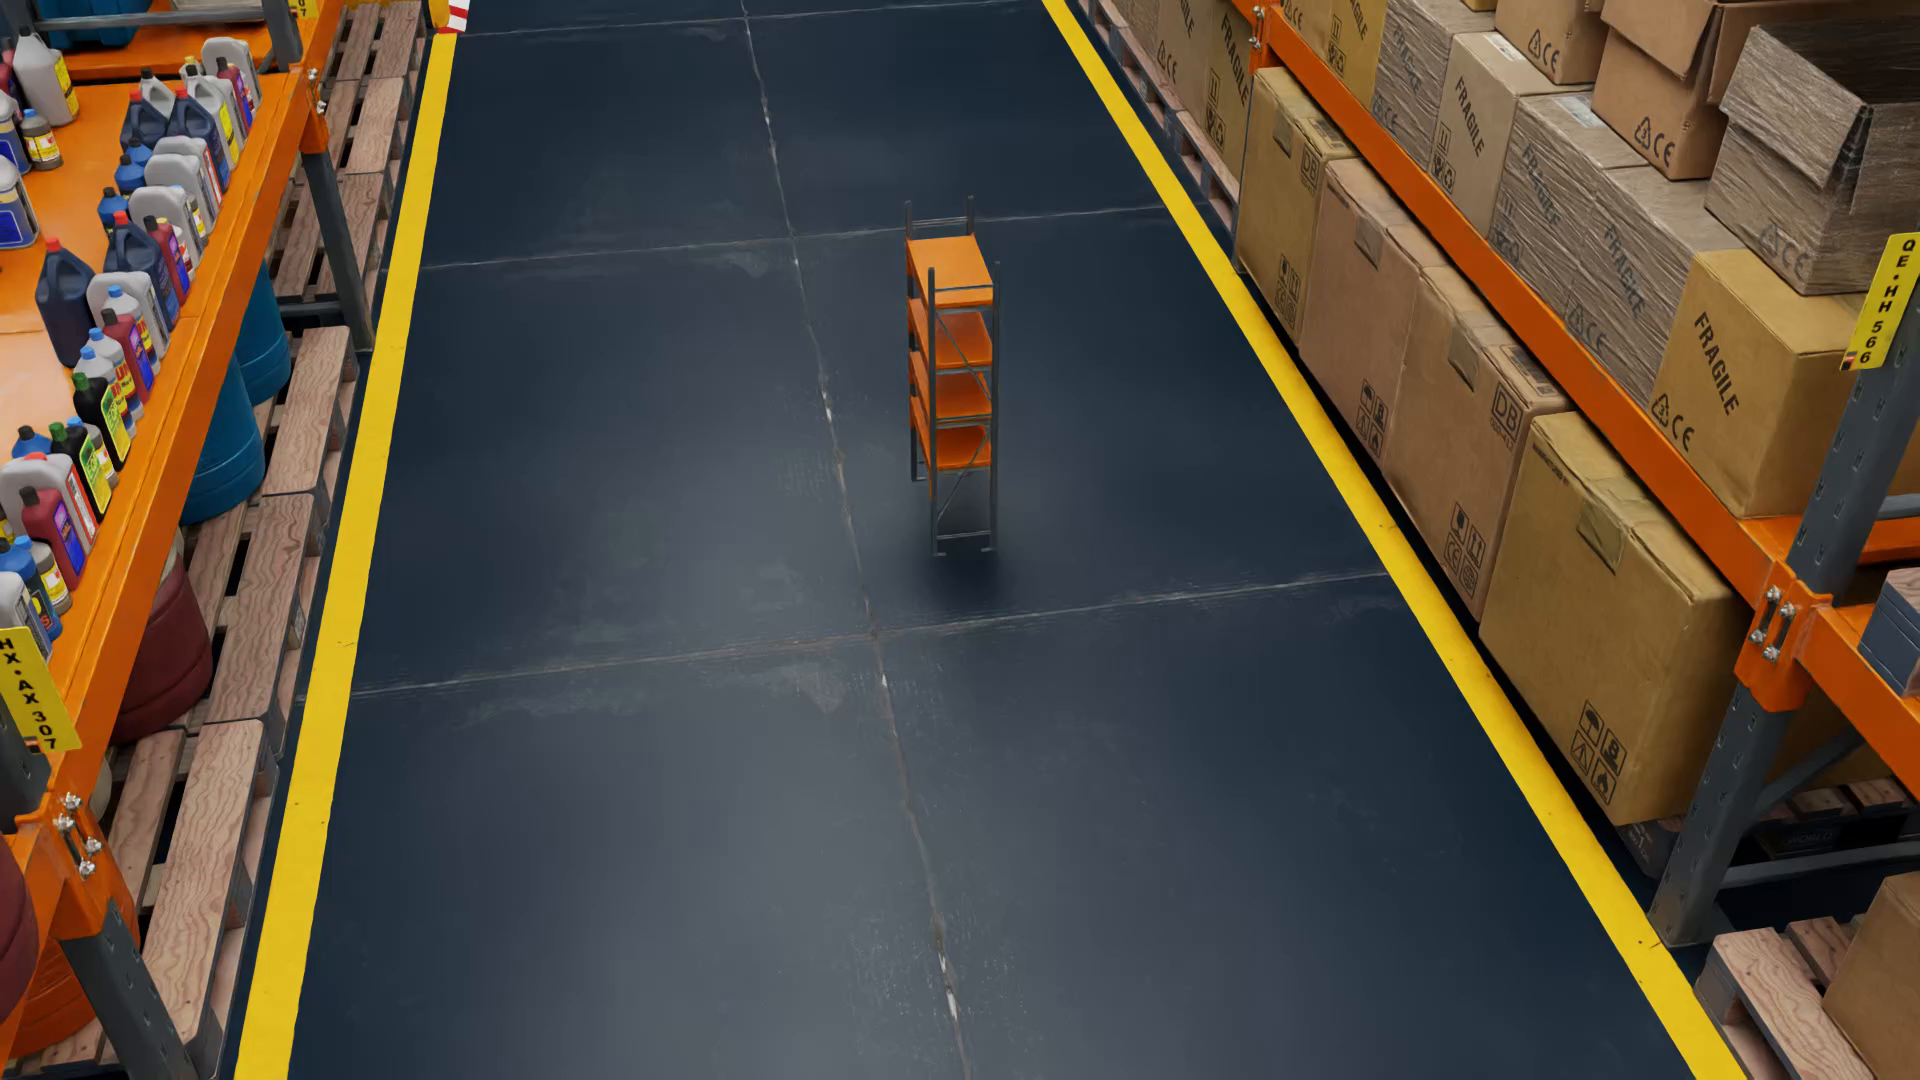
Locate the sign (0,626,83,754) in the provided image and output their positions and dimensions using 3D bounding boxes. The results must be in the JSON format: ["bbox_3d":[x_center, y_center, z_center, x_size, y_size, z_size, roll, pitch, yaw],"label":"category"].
[{"bbox_3d":[-1.838,0.300,3.285,0.100,0.325,0.005,-6,38,-8],"label":"sign"}]

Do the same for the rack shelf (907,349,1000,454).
[{"bbox_3d":[-0.029,-0.521,6.052,0.258,0.148,0.480,-6,38,-8],"label":"rack shelf"}]

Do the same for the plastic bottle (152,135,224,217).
[{"bbox_3d":[-2.540,-1.210,5.464,0.152,0.276,0.135,-6,38,-8],"label":"plastic bottle"}]

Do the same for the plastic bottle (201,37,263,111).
[{"bbox_3d":[-2.693,-1.735,6.140,0.152,0.276,0.135,-6,38,-8],"label":"plastic bottle"}]

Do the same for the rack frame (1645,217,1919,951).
[{"bbox_3d":[2.498,-0.104,3.939,1.000,3.000,0.127,-6,38,-8],"label":"rack frame"}]

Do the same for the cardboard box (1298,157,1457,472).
[{"bbox_3d":[2.086,-0.923,6.383,1.225,0.875,0.875,-7,38,-10],"label":"cardboard box"}]

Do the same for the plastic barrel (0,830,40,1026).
[{"bbox_3d":[-1.999,0.622,2.893,0.600,0.536,0.708,-6,38,-8],"label":"plastic barrel"}]

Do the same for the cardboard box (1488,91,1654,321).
[{"bbox_3d":[1.991,-1.030,5.050,0.500,0.500,0.500,-7,38,-9],"label":"cardboard box"}]

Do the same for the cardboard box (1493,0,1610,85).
[{"bbox_3d":[2.150,-1.782,5.199,0.797,0.503,0.637,-5,38,-6],"label":"cardboard box"}]

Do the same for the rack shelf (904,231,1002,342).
[{"bbox_3d":[-0.029,-0.884,5.770,0.258,0.148,0.480,-6,38,-8],"label":"rack shelf"}]

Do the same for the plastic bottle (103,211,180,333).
[{"bbox_3d":[-2.403,-0.783,4.853,0.144,0.351,0.185,-6,38,-8],"label":"plastic bottle"}]

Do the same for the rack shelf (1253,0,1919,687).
[{"bbox_3d":[2.147,-1.028,5.715,1.077,0.370,4.000,-6,38,-8],"label":"rack shelf"}]

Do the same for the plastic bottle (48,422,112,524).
[{"bbox_3d":[-2.196,-0.187,4.141,0.061,0.283,0.133,-6,38,-8],"label":"plastic bottle"}]

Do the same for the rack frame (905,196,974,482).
[{"bbox_3d":[-0.072,-0.721,6.200,0.240,1.200,0.015,-6,38,-8],"label":"rack frame"}]

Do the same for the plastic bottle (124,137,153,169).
[{"bbox_3d":[-2.660,-1.184,5.433,0.097,0.271,0.097,0,38,0],"label":"plastic bottle"}]

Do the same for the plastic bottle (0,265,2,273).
[{"bbox_3d":[-3.051,-0.914,5.143,0.097,0.201,0.097,0,38,0],"label":"plastic bottle"}]

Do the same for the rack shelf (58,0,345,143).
[{"bbox_3d":[-3.431,-2.912,8.139,1.077,0.370,4.000,-6,38,-8],"label":"rack shelf"}]

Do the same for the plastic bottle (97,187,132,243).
[{"bbox_3d":[-2.595,-0.962,5.149,0.097,0.271,0.097,0,38,0],"label":"plastic bottle"}]

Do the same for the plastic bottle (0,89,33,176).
[{"bbox_3d":[-3.310,-1.397,5.704,0.152,0.276,0.135,-6,38,-8],"label":"plastic bottle"}]

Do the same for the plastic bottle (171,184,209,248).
[{"bbox_3d":[-2.469,-1.032,5.296,0.097,0.201,0.097,0,38,0],"label":"plastic bottle"}]

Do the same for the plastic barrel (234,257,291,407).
[{"bbox_3d":[-3.001,-0.994,6.453,0.600,0.901,0.708,-6,38,-8],"label":"plastic barrel"}]

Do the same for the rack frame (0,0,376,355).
[{"bbox_3d":[-3.080,-1.988,6.363,1.000,3.000,0.127,-6,38,-8],"label":"rack frame"}]

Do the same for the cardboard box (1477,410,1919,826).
[{"bbox_3d":[2.397,0.150,5.002,1.225,0.875,0.875,-8,39,-10],"label":"cardboard box"}]

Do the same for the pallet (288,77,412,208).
[{"bbox_3d":[-3.464,-2.065,8.736,1.003,0.211,1.213,-6,38,-8],"label":"pallet"}]

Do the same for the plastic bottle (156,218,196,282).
[{"bbox_3d":[-2.429,-0.892,5.115,0.097,0.201,0.097,0,38,0],"label":"plastic bottle"}]

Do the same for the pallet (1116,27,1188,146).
[{"bbox_3d":[1.523,-2.625,9.457,1.003,0.211,1.213,-6,38,-8],"label":"pallet"}]

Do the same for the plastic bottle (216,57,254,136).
[{"bbox_3d":[-2.607,-1.603,5.964,0.061,0.283,0.133,-6,38,-8],"label":"plastic bottle"}]

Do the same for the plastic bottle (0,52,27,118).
[{"bbox_3d":[-3.412,-1.594,5.951,0.061,0.283,0.133,-6,38,-8],"label":"plastic bottle"}]

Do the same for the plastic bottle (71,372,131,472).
[{"bbox_3d":[-2.236,-0.326,4.320,0.061,0.283,0.133,-6,38,-8],"label":"plastic bottle"}]

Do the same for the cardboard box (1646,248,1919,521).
[{"bbox_3d":[2.167,-0.415,4.258,0.500,0.500,0.500,-5,38,-7],"label":"cardboard box"}]

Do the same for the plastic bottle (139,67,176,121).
[{"bbox_3d":[-2.739,-1.433,5.689,0.144,0.351,0.185,-6,38,-8],"label":"plastic bottle"}]

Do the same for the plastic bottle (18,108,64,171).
[{"bbox_3d":[-3.190,-1.392,5.759,0.097,0.201,0.097,0,38,0],"label":"plastic bottle"}]

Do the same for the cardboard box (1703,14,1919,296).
[{"bbox_3d":[2.385,-0.983,4.172,0.797,0.503,0.637,-5,38,-6],"label":"cardboard box"}]

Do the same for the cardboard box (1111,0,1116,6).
[{"bbox_3d":[1.286,-3.885,10.196,0.875,0.875,0.875,-6,38,-8],"label":"cardboard box"}]

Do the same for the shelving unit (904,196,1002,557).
[{"bbox_3d":[-0.029,-0.574,6.011,0.258,1.200,0.503,-6,38,-8],"label":"shelving unit"}]

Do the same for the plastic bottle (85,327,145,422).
[{"bbox_3d":[-2.292,-0.448,4.487,0.097,0.271,0.097,0,38,0],"label":"plastic bottle"}]

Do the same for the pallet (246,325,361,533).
[{"bbox_3d":[-2.986,-0.416,6.613,1.003,0.211,1.213,-6,38,-8],"label":"pallet"}]

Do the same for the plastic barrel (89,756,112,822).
[{"bbox_3d":[-2.668,0.620,4.693,0.421,0.512,0.421,0,38,0],"label":"plastic barrel"}]

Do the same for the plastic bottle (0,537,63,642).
[{"bbox_3d":[-2.130,0.110,3.768,0.097,0.271,0.097,0,38,0],"label":"plastic bottle"}]

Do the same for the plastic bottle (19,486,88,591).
[{"bbox_3d":[-2.149,-0.025,3.932,0.061,0.283,0.133,-6,38,-8],"label":"plastic bottle"}]

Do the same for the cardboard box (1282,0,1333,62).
[{"bbox_3d":[1.631,-2.255,6.626,0.500,0.500,0.500,-6,38,-8],"label":"cardboard box"}]

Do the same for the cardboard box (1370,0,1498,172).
[{"bbox_3d":[1.807,-1.649,5.846,0.500,0.500,0.500,-7,38,-9],"label":"cardboard box"}]

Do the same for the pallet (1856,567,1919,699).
[{"bbox_3d":[2.727,0.390,3.459,1.213,0.211,1.003,-6,38,-8],"label":"pallet"}]

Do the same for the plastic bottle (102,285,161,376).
[{"bbox_3d":[-2.332,-0.588,4.666,0.097,0.271,0.097,0,38,0],"label":"plastic bottle"}]

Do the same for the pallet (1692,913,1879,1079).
[{"bbox_3d":[2.633,1.469,4.187,1.003,0.211,1.213,-6,38,-8],"label":"pallet"}]

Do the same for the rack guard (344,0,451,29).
[{"bbox_3d":[-3.798,-3.430,10.257,1.175,0.500,0.348,-6,38,-8],"label":"rack guard"}]

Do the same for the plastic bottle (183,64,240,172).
[{"bbox_3d":[-2.597,-1.448,5.709,0.144,0.351,0.185,-6,38,-8],"label":"plastic bottle"}]

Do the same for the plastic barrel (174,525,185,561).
[{"bbox_3d":[-2.866,-0.062,5.571,0.421,0.512,0.421,0,38,0],"label":"plastic barrel"}]

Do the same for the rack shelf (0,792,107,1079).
[{"bbox_3d":[-2.028,1.920,1.919,1.077,0.370,4.000,-6,38,-8],"label":"rack shelf"}]

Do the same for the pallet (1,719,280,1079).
[{"bbox_3d":[-2.558,1.058,4.716,1.003,0.211,1.213,-6,38,-8],"label":"pallet"}]

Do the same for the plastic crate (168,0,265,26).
[{"bbox_3d":[-3.021,-2.204,6.808,0.396,0.136,0.243,-6,38,-8],"label":"plastic crate"}]

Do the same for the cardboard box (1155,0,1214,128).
[{"bbox_3d":[1.602,-2.798,8.796,0.875,0.875,0.875,-6,38,-8],"label":"cardboard box"}]

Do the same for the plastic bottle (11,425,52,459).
[{"bbox_3d":[-2.271,-0.163,4.120,0.097,0.271,0.097,0,38,0],"label":"plastic bottle"}]
